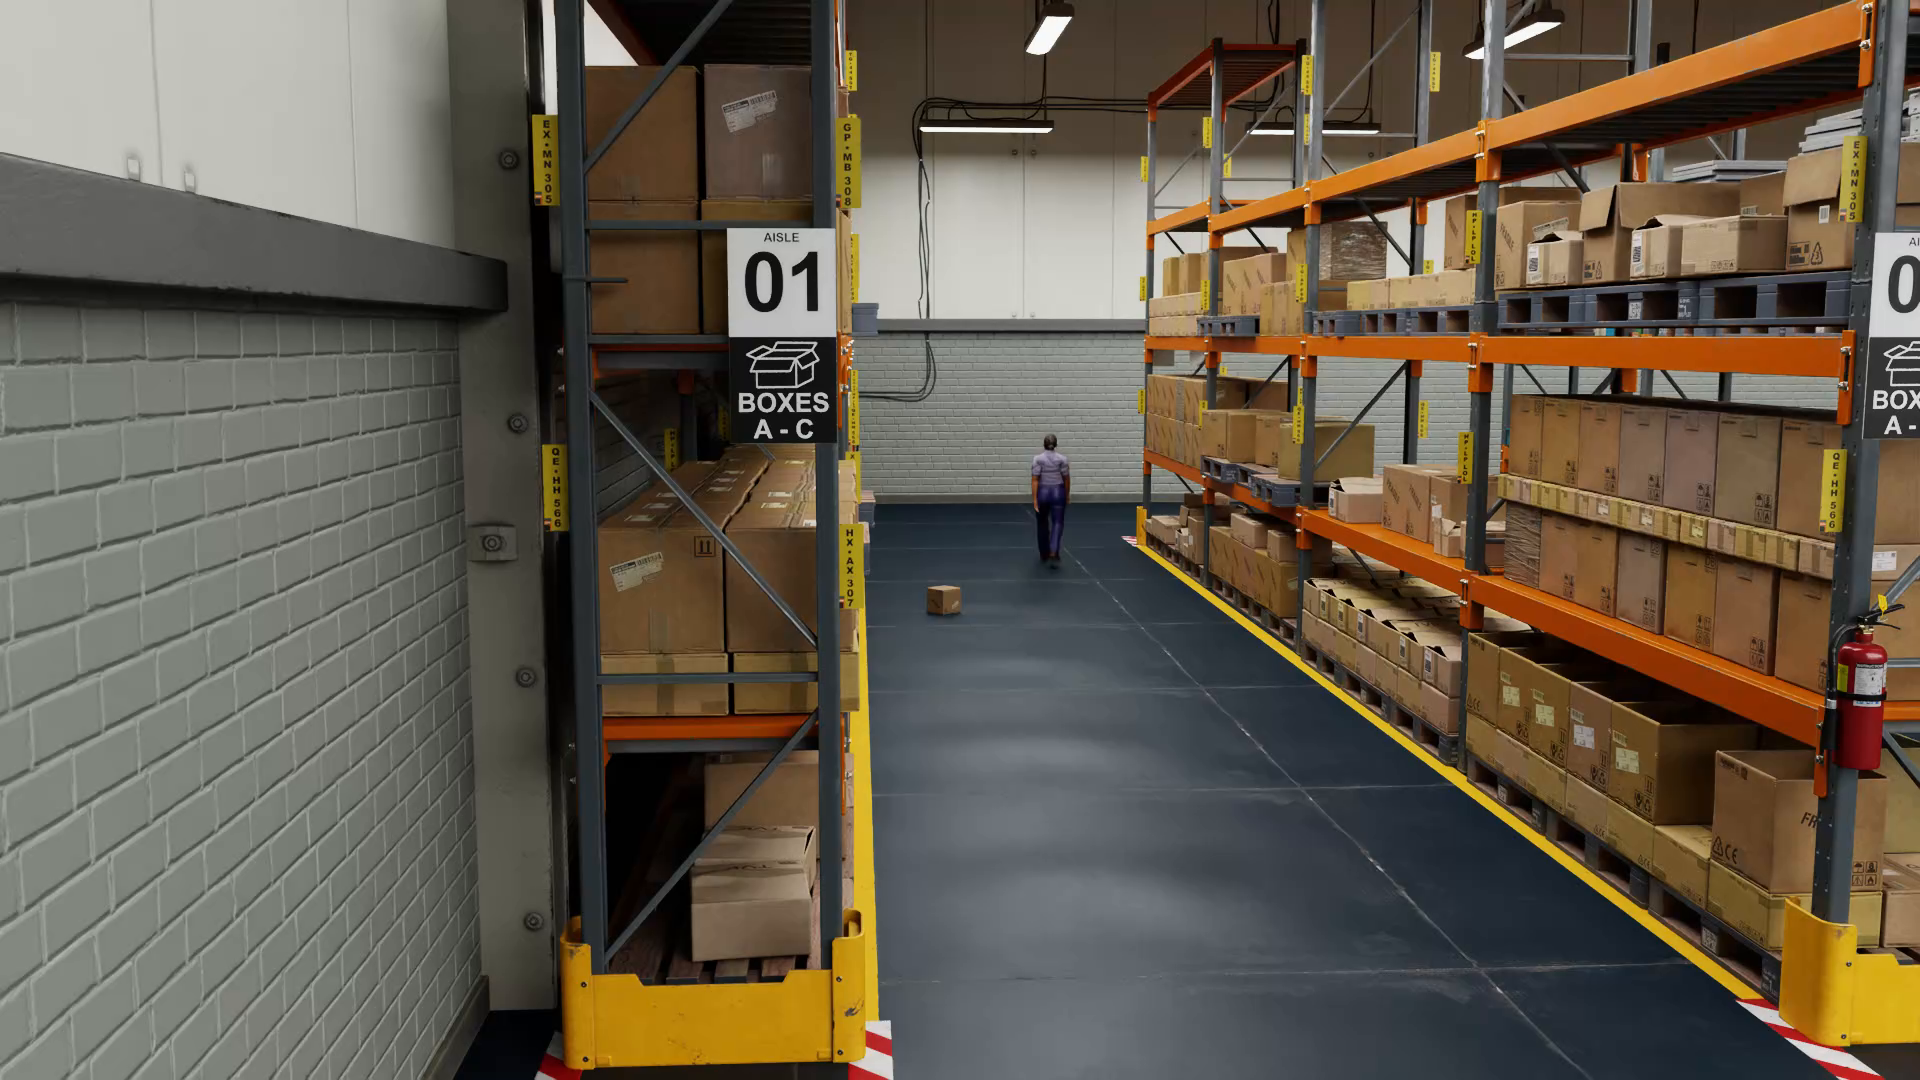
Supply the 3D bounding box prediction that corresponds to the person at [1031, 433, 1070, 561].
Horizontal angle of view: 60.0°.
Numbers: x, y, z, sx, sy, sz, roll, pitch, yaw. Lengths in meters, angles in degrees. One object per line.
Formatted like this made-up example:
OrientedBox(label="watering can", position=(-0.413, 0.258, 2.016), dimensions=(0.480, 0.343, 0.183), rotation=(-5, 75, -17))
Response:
OrientedBox(label="person", position=(1.129, -0.527, 20.620), dimensions=(0.472, 1.595, 0.977), rotation=(1, 7, 10))
